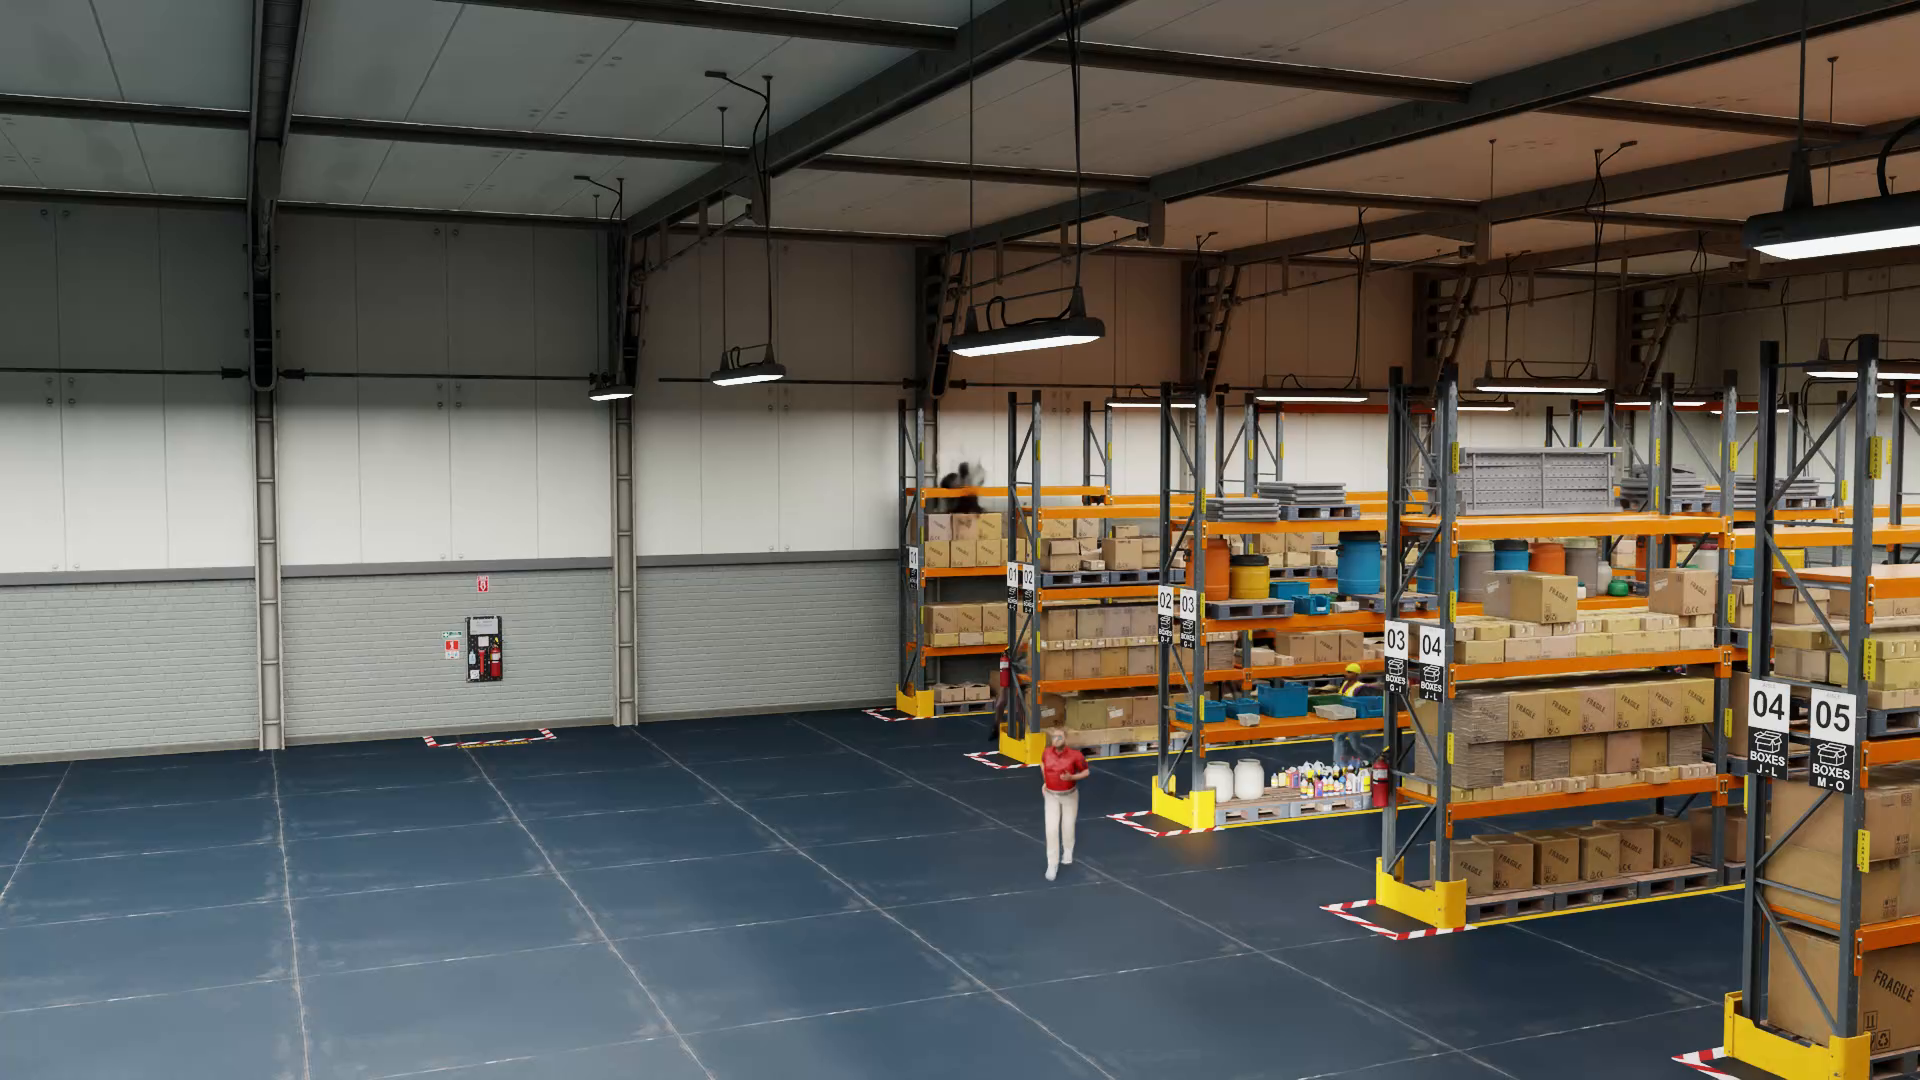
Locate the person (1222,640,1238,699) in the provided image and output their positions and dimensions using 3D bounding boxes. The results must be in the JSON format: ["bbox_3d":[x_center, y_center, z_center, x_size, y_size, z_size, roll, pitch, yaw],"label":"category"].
[{"bbox_3d":[4.932,2.529,30.635,0.599,1.639,0.565,-2,4,-36],"label":"person"}]

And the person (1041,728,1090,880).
[{"bbox_3d":[1.250,3.136,19.997,0.636,1.778,0.884,1,3,14],"label":"person"}]

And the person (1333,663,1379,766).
[{"bbox_3d":[6.032,2.772,25.637,0.963,1.747,0.711,-2,4,-25],"label":"person"}]

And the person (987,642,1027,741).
[{"bbox_3d":[0.976,2.623,28.865,0.882,1.741,0.658,-3,4,-39],"label":"person"}]
